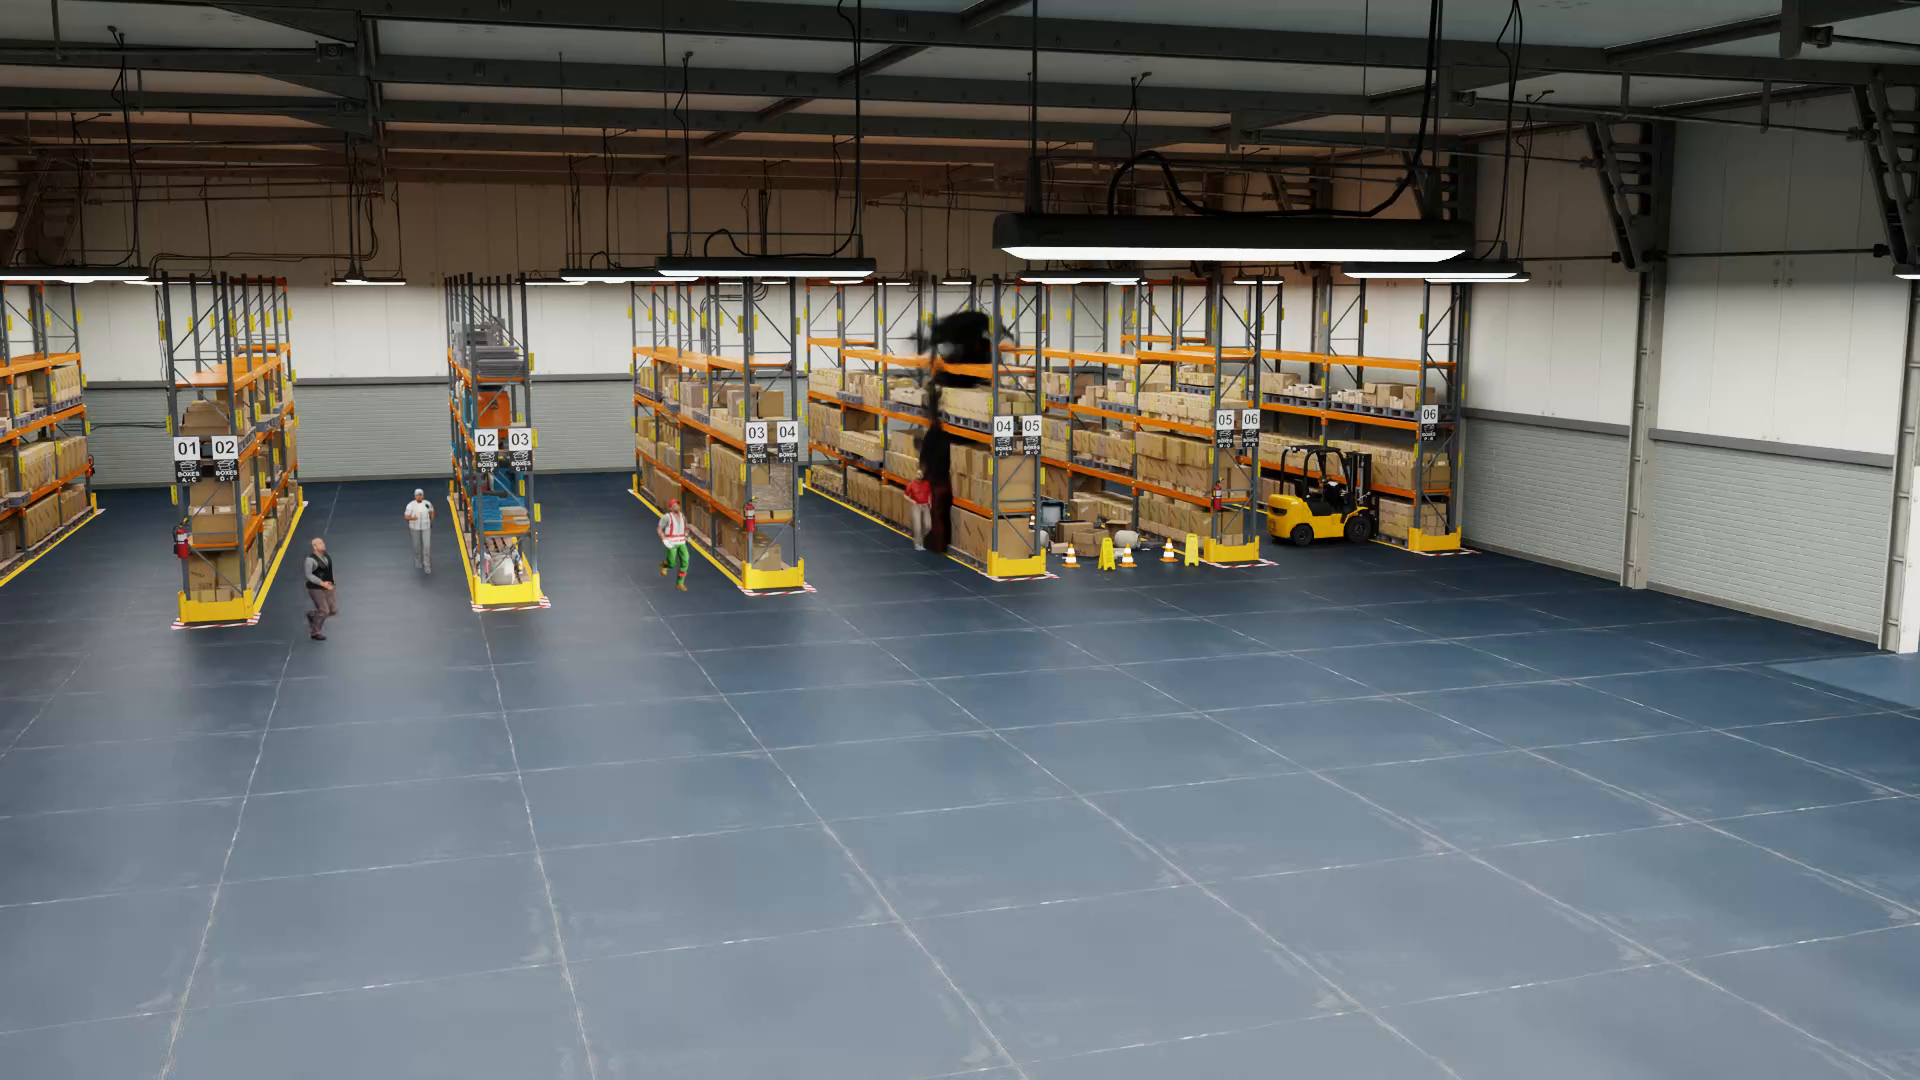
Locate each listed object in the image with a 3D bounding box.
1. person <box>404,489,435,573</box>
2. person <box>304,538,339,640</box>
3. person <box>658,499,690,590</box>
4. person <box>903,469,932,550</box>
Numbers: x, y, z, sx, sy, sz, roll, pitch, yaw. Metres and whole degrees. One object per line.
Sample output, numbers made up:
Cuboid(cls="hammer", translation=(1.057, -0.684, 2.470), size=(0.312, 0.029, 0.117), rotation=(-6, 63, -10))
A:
Cuboid(cls="person", translation=(-10.965, -0.212, 33.807), size=(0.606, 1.666, 0.873), rotation=(-4, 9, -22))
Cuboid(cls="person", translation=(-10.500, 0.798, 27.311), size=(0.645, 1.683, 0.679), rotation=(2, 9, 15))
Cuboid(cls="person", translation=(-5.482, 0.074, 31.948), size=(0.667, 1.741, 0.795), rotation=(-6, 11, -36))
Cuboid(cls="person", translation=(-0.827, -0.615, 34.717), size=(0.659, 1.718, 0.542), rotation=(-4, 9, -24))
